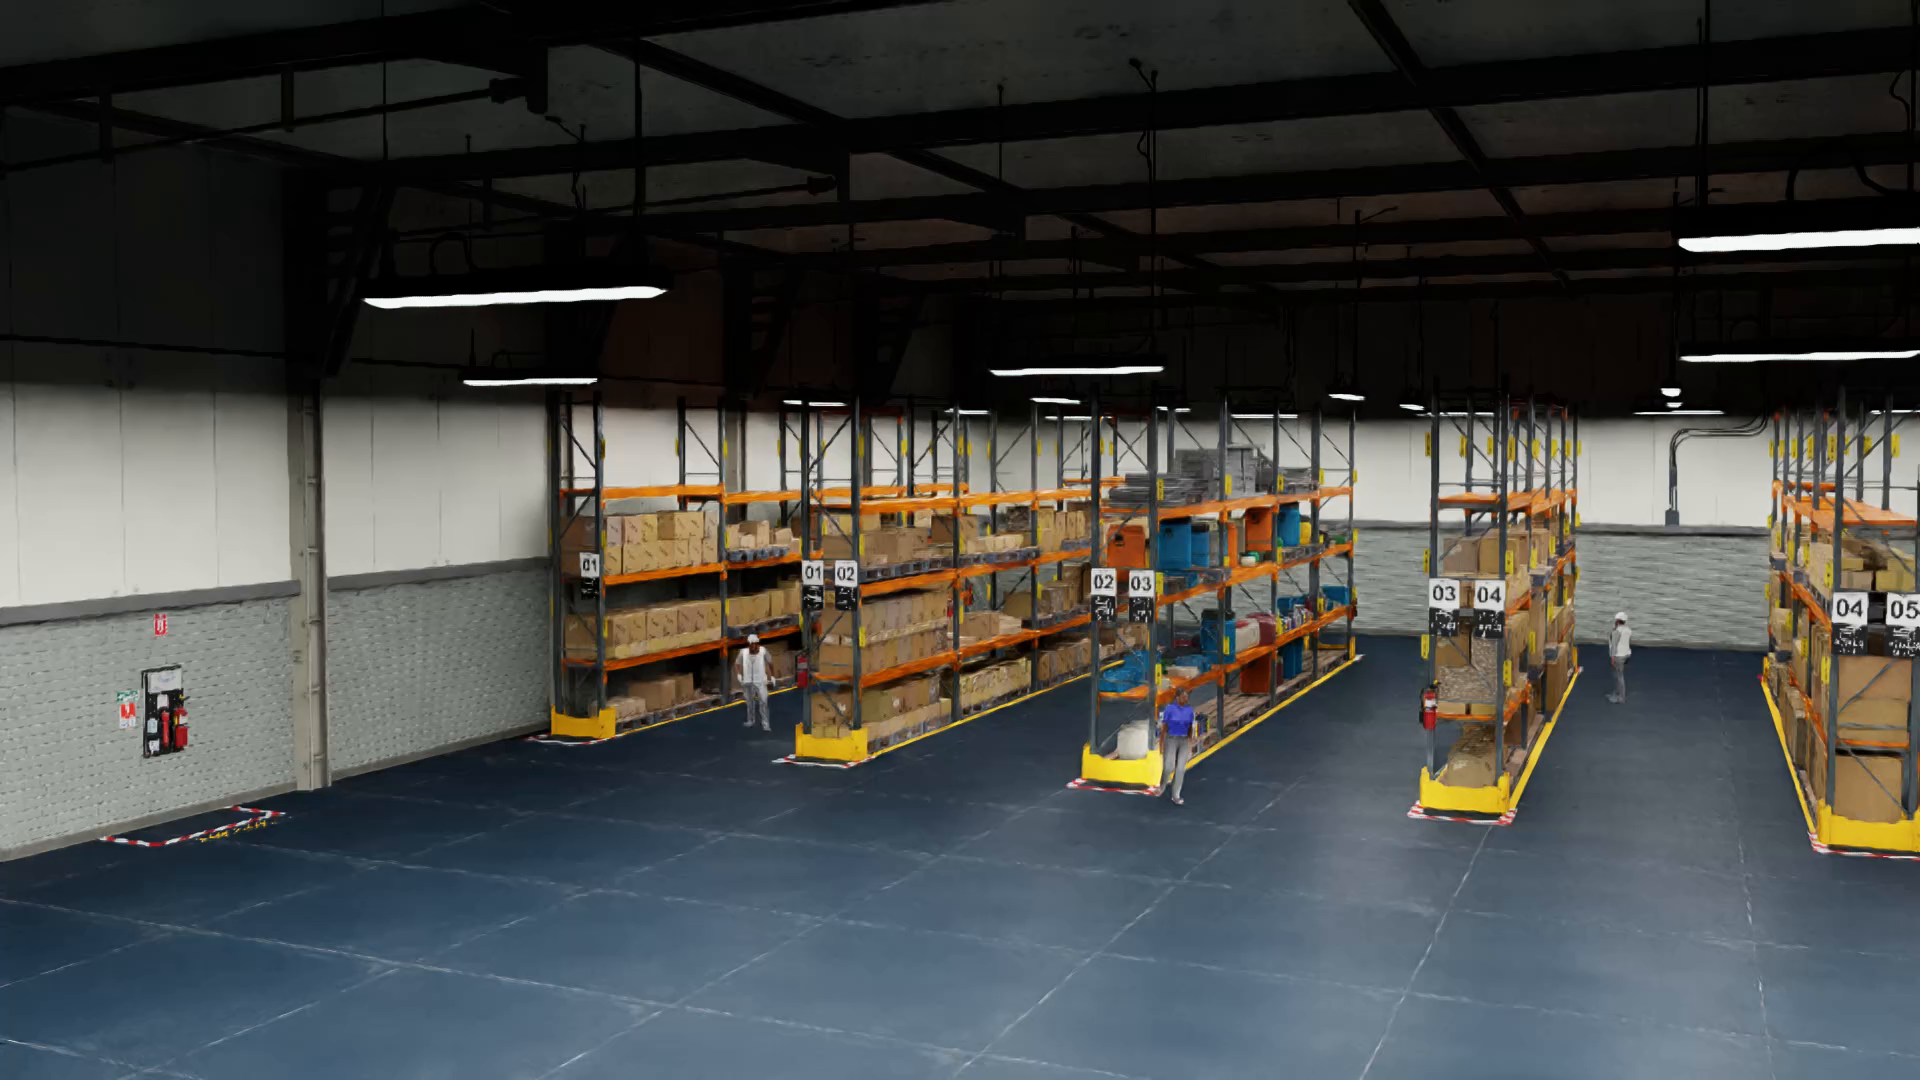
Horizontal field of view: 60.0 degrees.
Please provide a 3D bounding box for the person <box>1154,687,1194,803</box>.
[{"bbox_3d":[3.026,2.881,23.536,0.526,1.651,0.510,-1,3,-14],"label":"person"}]

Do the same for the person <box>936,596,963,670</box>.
[{"bbox_3d":[-0.198,2.098,37.362,0.554,1.669,1.040,1,3,22],"label":"person"}]

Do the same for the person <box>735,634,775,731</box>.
[{"bbox_3d":[-3.630,2.501,29.516,0.704,1.711,0.835,0,3,6],"label":"person"}]

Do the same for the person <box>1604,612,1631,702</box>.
[{"bbox_3d":[12.987,2.292,32.864,0.616,1.771,0.535,-3,4,-39],"label":"person"}]
